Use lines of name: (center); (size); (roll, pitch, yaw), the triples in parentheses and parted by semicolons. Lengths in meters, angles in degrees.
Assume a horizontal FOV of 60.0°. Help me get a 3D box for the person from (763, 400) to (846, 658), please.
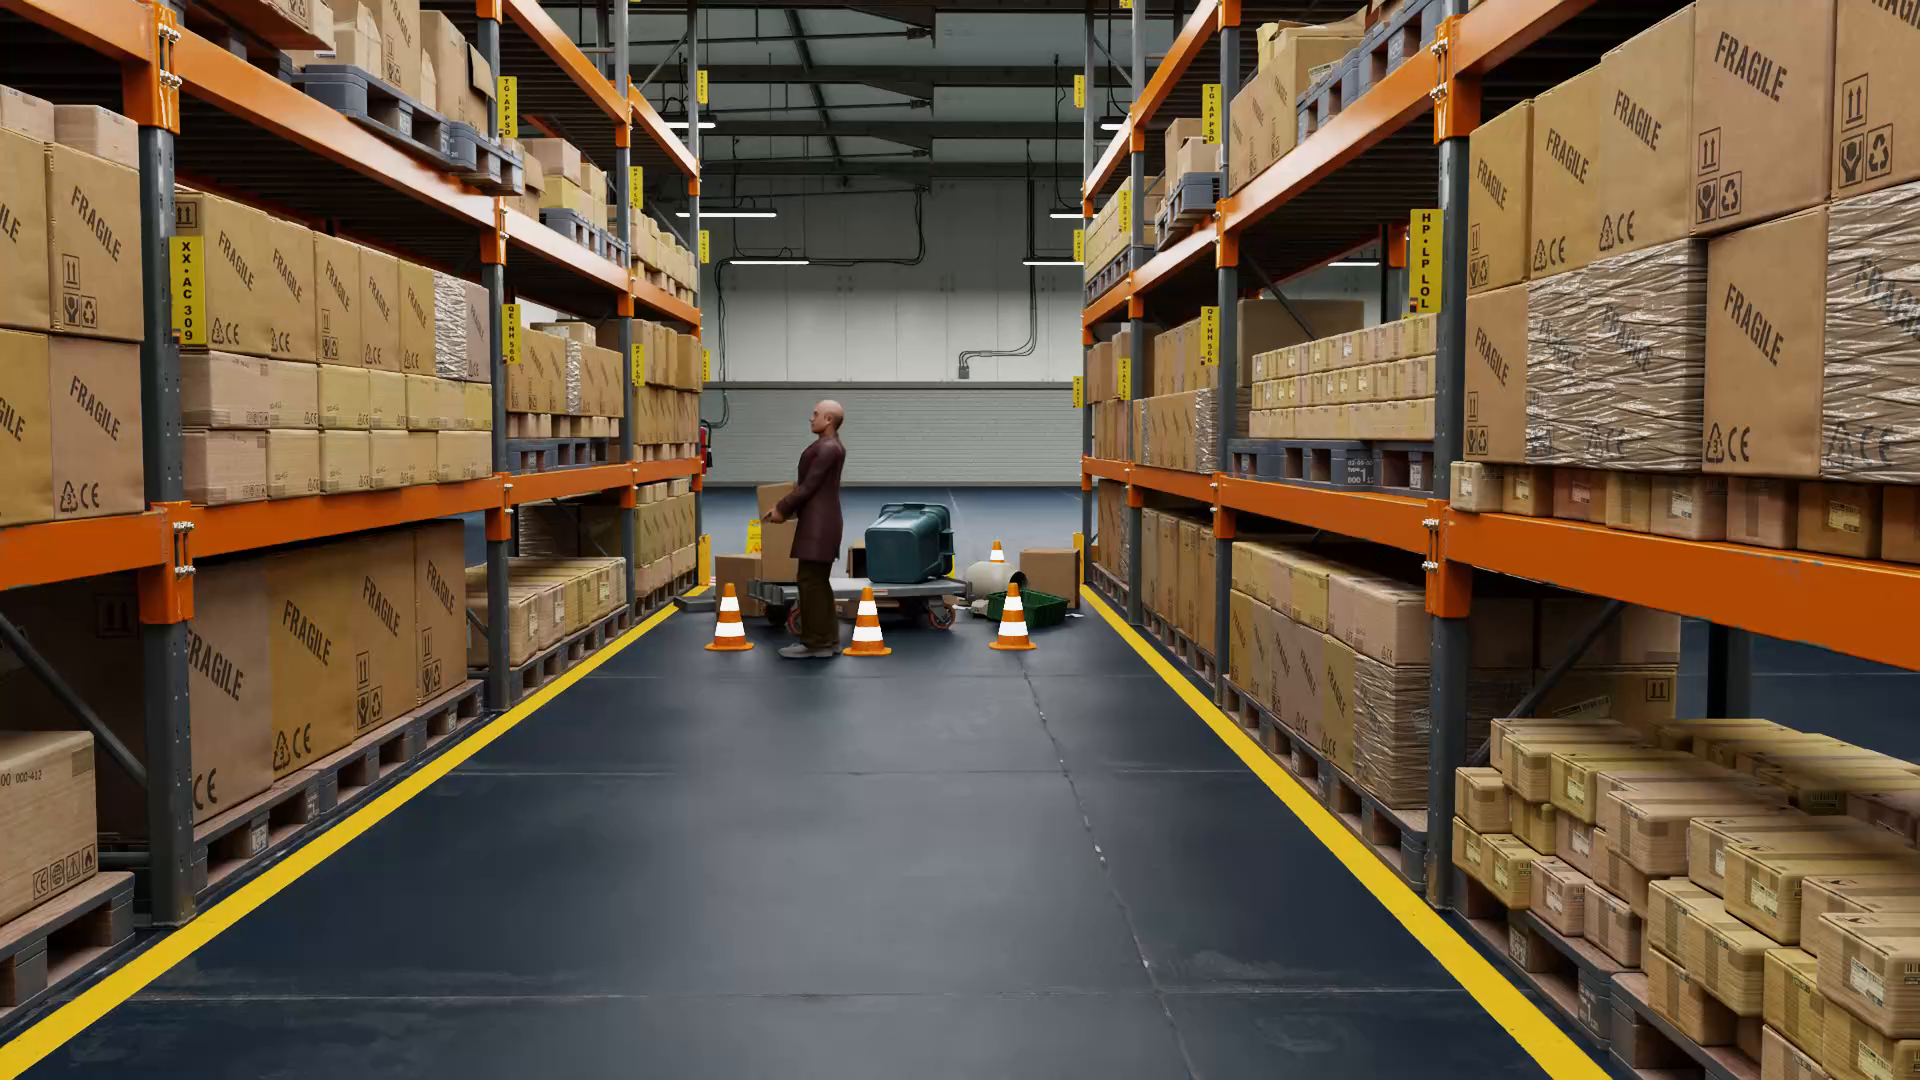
person: (-1.068, -0.078, 11.474); (0.555, 1.770, 0.528); (0, 4, 0)
